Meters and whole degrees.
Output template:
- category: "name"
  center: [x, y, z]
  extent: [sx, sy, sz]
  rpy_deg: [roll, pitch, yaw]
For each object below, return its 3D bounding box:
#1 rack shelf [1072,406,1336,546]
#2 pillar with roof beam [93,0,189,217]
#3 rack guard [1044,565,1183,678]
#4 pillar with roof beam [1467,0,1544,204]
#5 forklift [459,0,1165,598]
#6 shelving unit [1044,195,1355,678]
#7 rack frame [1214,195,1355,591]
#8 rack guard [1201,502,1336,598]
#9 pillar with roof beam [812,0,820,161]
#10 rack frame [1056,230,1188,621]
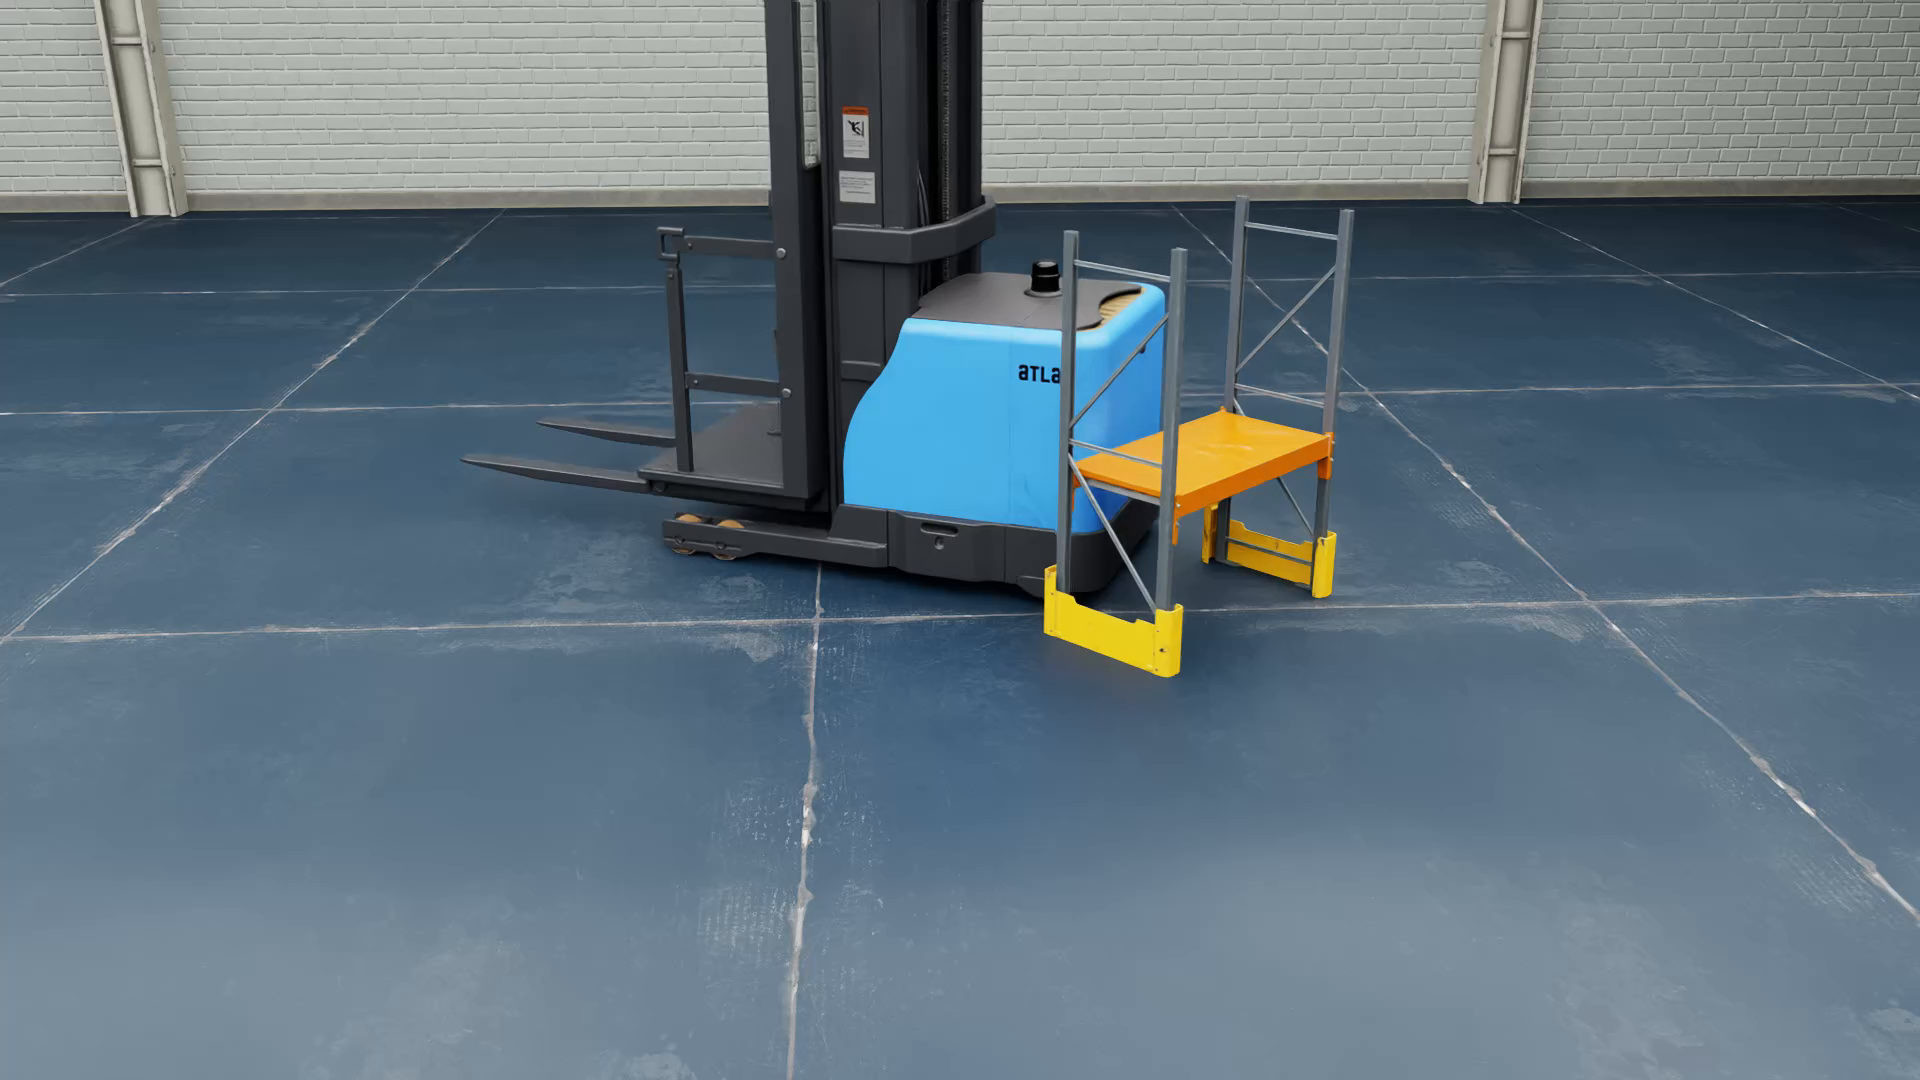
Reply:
- category: "rack shelf"
  center: [0.896, -0.258, 6.197]
  extent: [0.538, 0.185, 1.000]
  rpy_deg: [19, 28, 40]
- category: "pillar with roof beam"
  center: [-6.820, -5.562, 9.082]
  extent: [0.400, 9.000, 9.100]
  rpy_deg: [-1, 21, -3]
- category: "rack guard"
  center: [0.546, 0.288, 6.012]
  extent: [0.587, 0.250, 0.087]
  rpy_deg: [19, 28, 40]
- category: "pillar with roof beam"
  center: [5.160, -5.806, 9.722]
  extent: [0.400, 9.000, 9.100]
  rpy_deg: [-1, 21, -3]
- category: "forklift"
  center: [-0.712, -1.450, 6.811]
  extent: [3.031, 2.935, 1.130]
  rpy_deg: [7, 22, 19]
- category: "shelving unit"
  center: [0.890, -0.424, 6.127]
  extent: [0.587, 1.500, 1.083]
  rpy_deg: [19, 28, 40]
- category: "rack frame"
  center: [1.247, -0.557, 6.477]
  extent: [0.500, 1.500, 0.032]
  rpy_deg: [19, 28, 40]
- category: "rack guard"
  center: [1.234, 0.032, 6.686]
  extent: [0.587, 0.250, 0.087]
  rpy_deg: [19, 28, 40]
- category: "pillar with roof beam"
  center: [-0.830, -5.684, 9.402]
  extent: [0.400, 9.000, 9.100]
  rpy_deg: [-1, 21, -3]
- category: "rack frame"
  center: [0.545, -0.295, 5.789]
  extent: [0.500, 1.500, 0.032]
  rpy_deg: [19, 28, 40]
